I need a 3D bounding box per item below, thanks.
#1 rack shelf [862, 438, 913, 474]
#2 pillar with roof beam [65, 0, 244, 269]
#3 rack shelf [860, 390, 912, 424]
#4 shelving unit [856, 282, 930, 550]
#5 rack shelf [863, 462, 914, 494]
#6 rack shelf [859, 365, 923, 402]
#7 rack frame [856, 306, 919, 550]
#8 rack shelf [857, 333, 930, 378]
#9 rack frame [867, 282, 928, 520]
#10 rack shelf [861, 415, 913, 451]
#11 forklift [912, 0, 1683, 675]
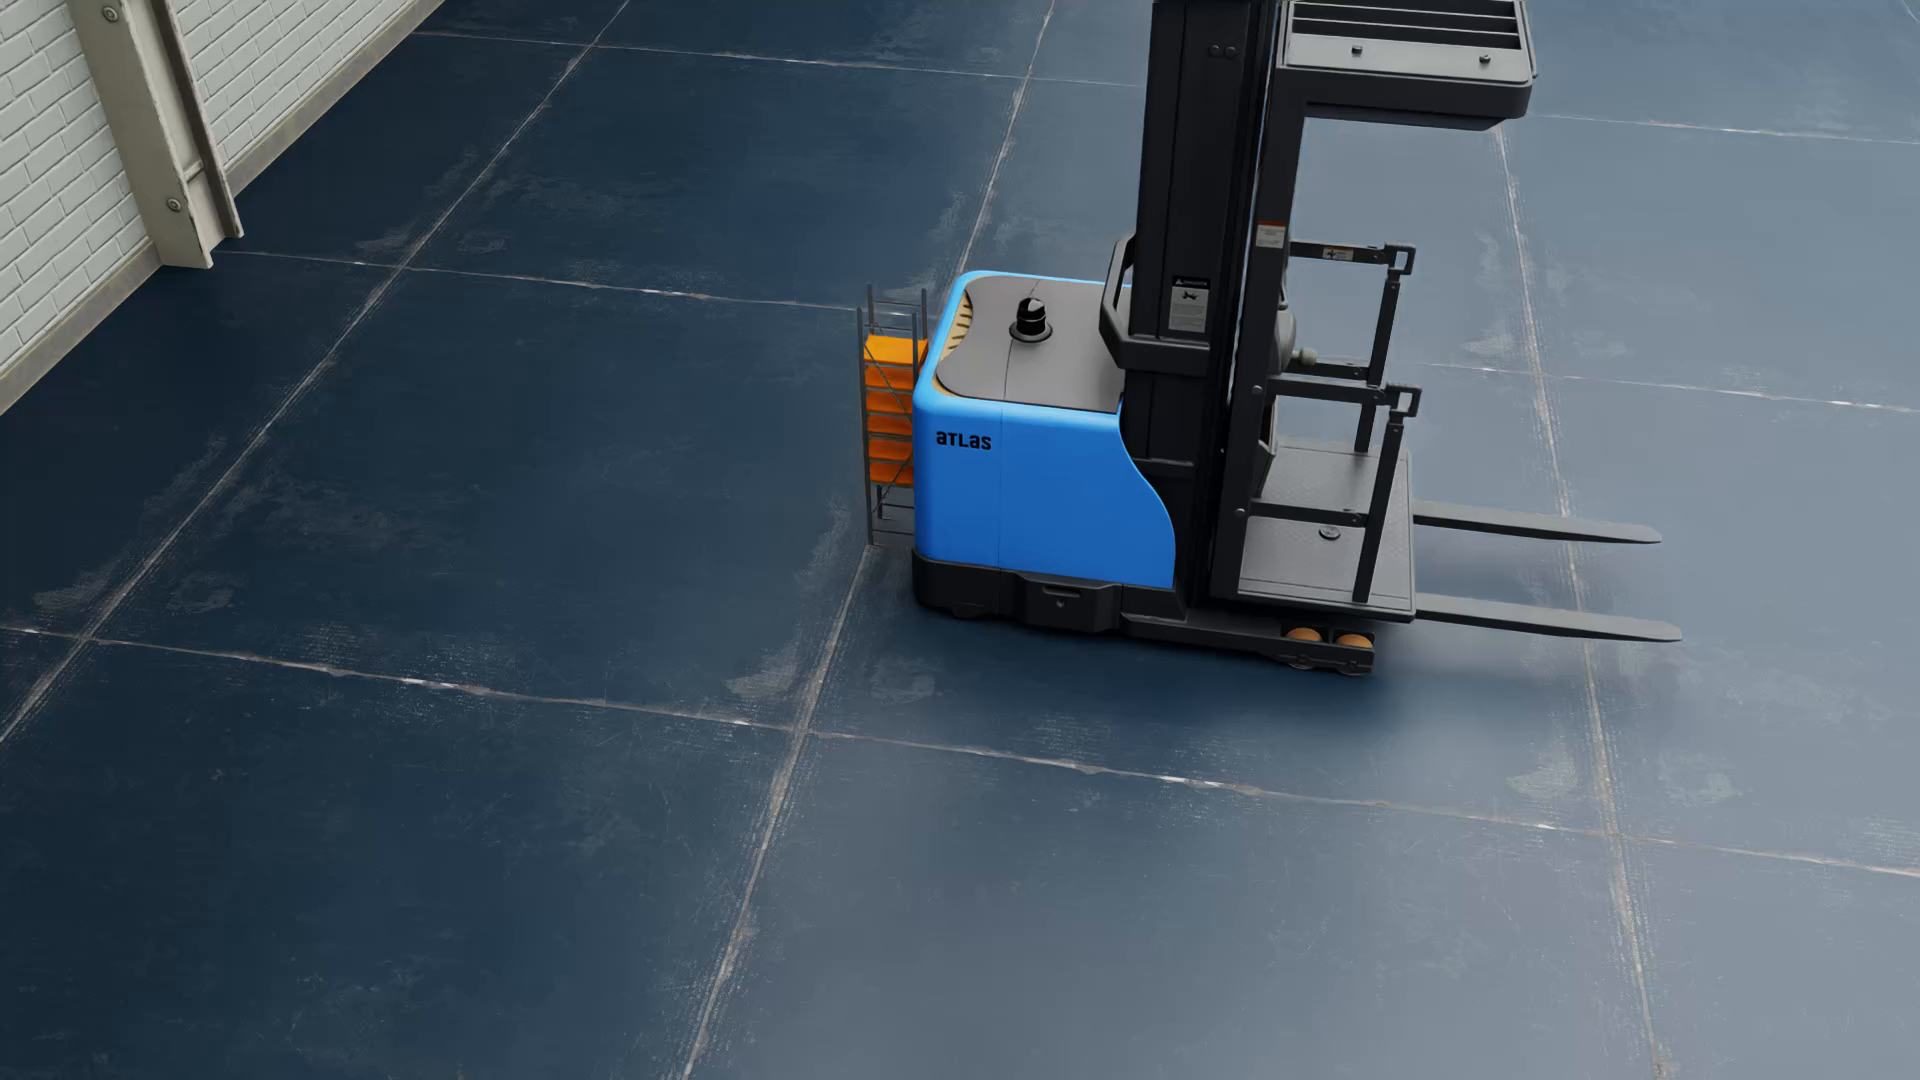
[{"bbox_3d":[-0.264,-0.361,7.001,0.258,0.103,0.180,7,40,8],"label":"rack shelf"},{"bbox_3d":[0.041,-4.607,5.760,9.100,9.000,0.400,6,40,8],"label":"pillar with roof beam"},{"bbox_3d":[-0.265,-0.546,6.849,0.258,0.103,0.180,7,40,8],"label":"rack shelf"},{"bbox_3d":[-0.265,-0.487,6.897,0.258,1.200,0.189,7,40,8],"label":"shelving unit"},{"bbox_3d":[-0.263,-0.268,7.078,0.258,0.103,0.180,7,40,8],"label":"rack shelf"},{"bbox_3d":[-0.265,-0.638,6.772,0.258,0.103,0.180,7,40,8],"label":"rack shelf"},{"bbox_3d":[-0.282,-0.430,6.828,0.240,1.200,0.006,7,40,8],"label":"rack frame"},{"bbox_3d":[-0.266,-0.731,6.696,0.258,0.103,0.180,7,40,8],"label":"rack shelf"},{"bbox_3d":[-0.247,-0.545,6.966,0.240,1.200,0.006,7,40,8],"label":"rack frame"},{"bbox_3d":[-0.264,-0.453,6.925,0.258,0.103,0.180,7,40,8],"label":"rack shelf"},{"bbox_3d":[1.372,-0.962,6.114,3.031,2.935,1.130,7,40,8],"label":"forklift"}]
